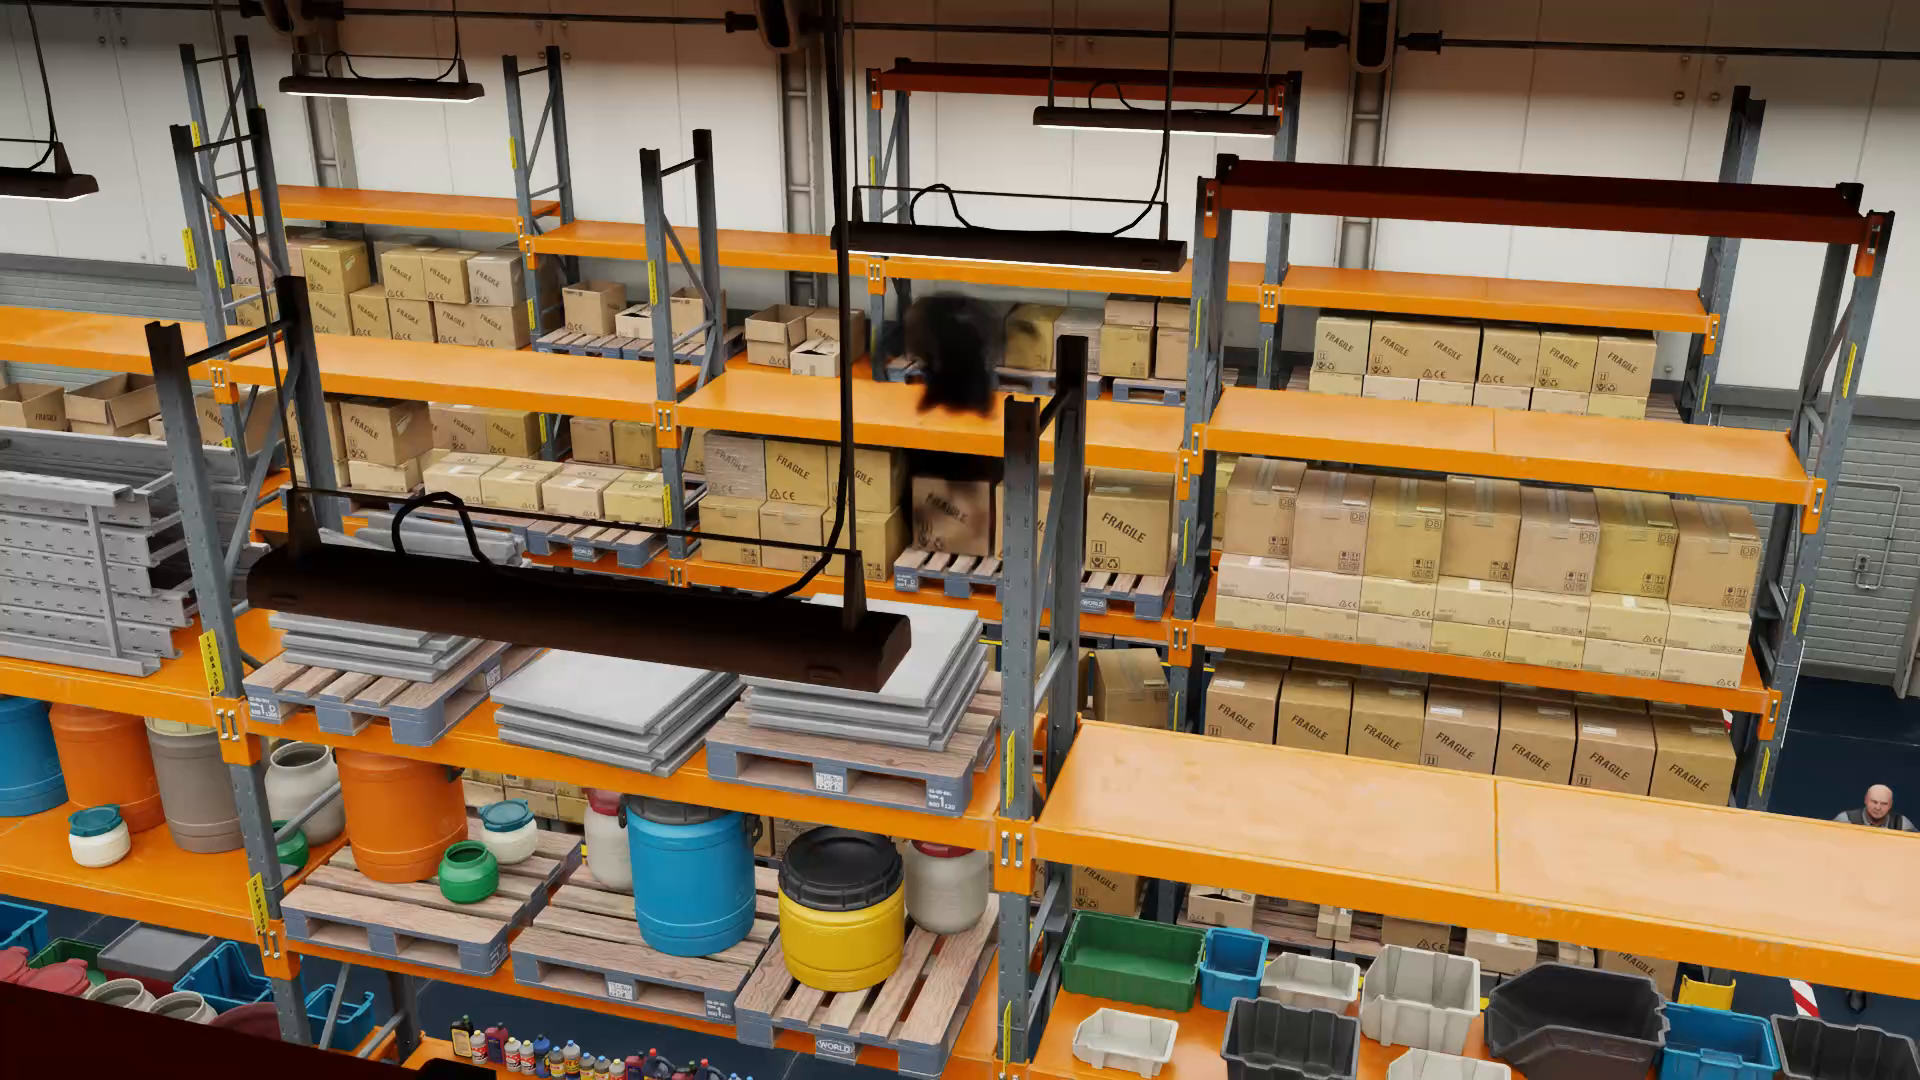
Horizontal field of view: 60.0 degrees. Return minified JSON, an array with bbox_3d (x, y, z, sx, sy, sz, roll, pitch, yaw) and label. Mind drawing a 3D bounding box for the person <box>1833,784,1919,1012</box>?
[{"bbox_3d":[6.686,2.578,12.342,0.638,1.765,0.809,10,24,22],"label":"person"}]
